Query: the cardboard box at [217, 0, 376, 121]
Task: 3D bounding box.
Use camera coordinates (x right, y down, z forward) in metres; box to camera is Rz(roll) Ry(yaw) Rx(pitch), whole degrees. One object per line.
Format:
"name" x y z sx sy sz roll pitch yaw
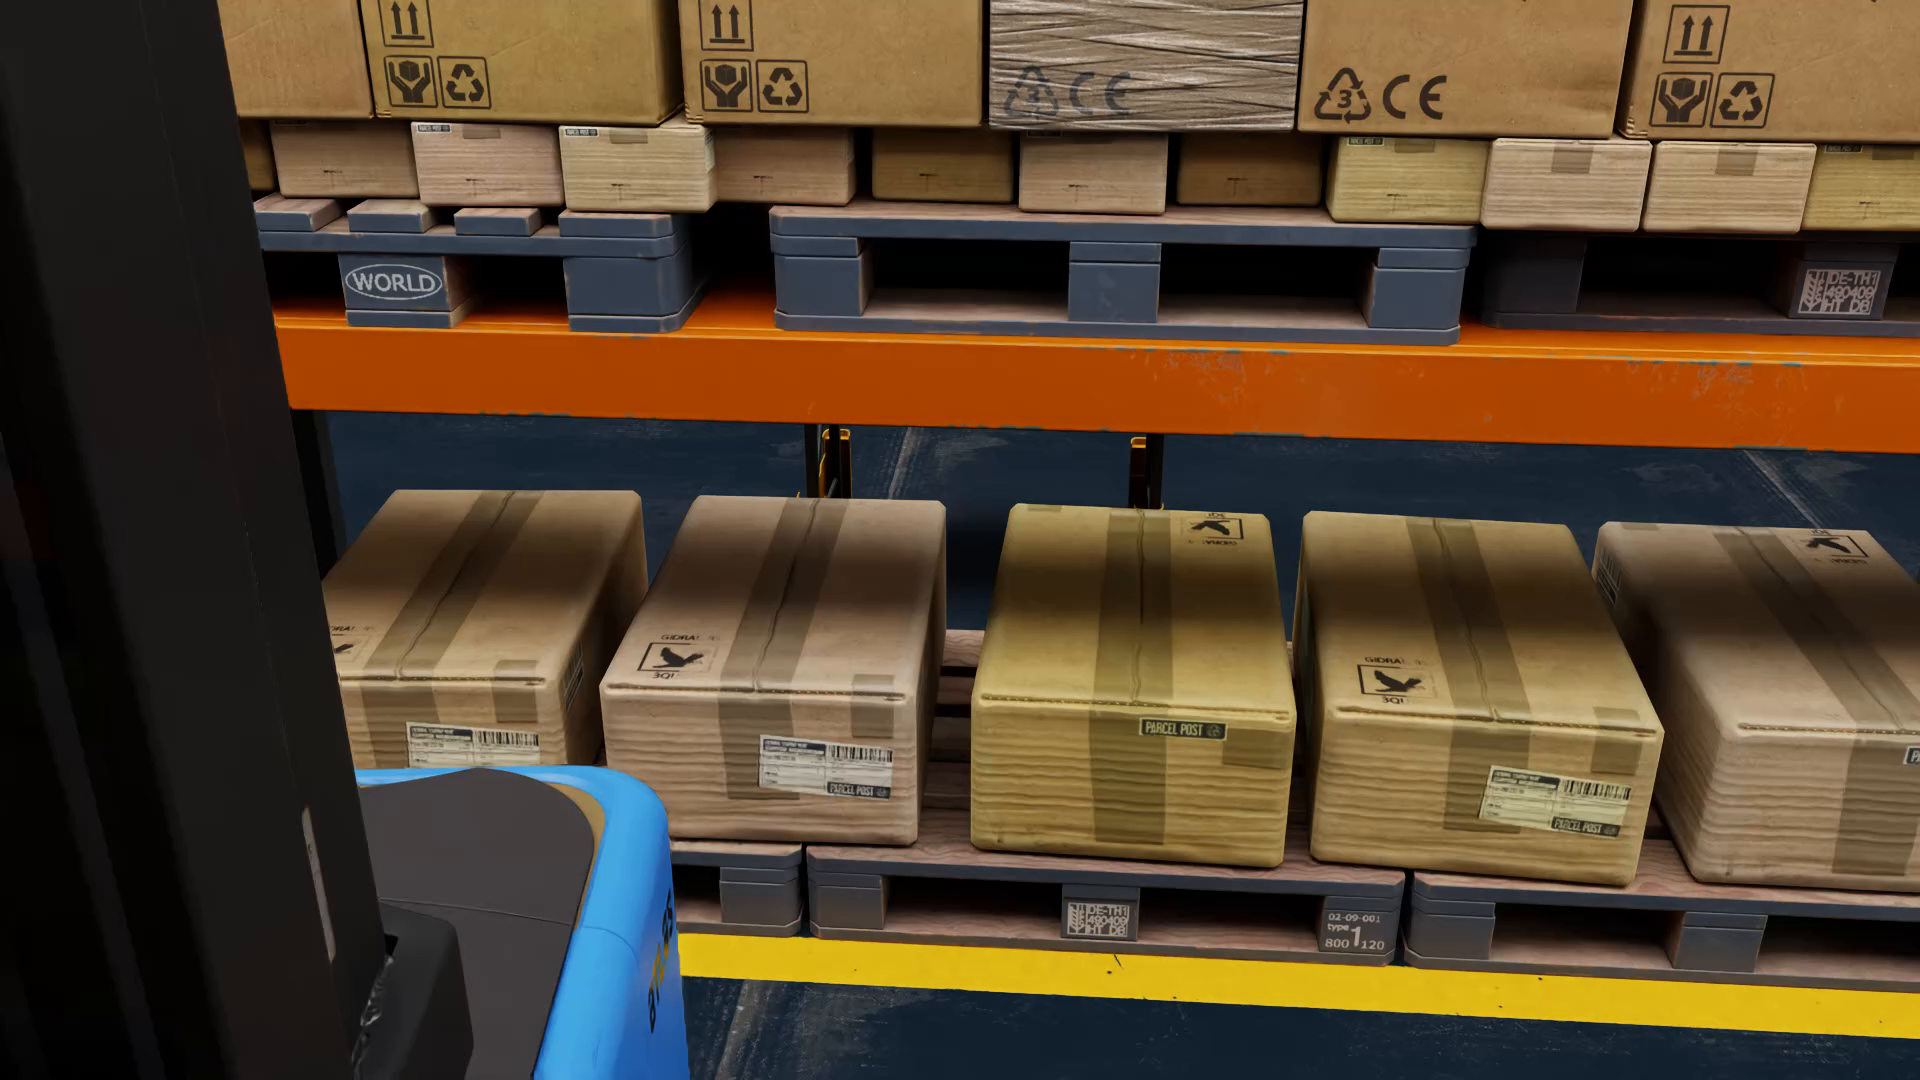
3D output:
"cardboard box" -1.241 -1.049 2.964 0.500 0.500 0.500 1 25 3

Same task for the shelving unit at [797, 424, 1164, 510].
"shelving unit" 0.076 -0.679 4.931 1.083 1.500 0.587 2 25 4

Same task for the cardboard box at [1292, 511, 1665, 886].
"cardboard box" 1.076 0.305 3.640 0.625 0.372 0.950 3 25 7

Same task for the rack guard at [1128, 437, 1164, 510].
"rack guard" 0.573 -0.095 5.158 0.087 0.250 0.587 2 25 4

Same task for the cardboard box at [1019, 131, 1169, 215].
"cardboard box" 0.246 -0.706 2.993 0.250 0.149 0.380 3 25 6

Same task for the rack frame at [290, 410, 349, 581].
"rack frame" -1.672 -0.789 3.376 0.127 3.000 1.000 2 25 4

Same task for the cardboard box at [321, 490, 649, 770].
"cardboard box" -1.109 0.237 3.789 0.625 0.372 0.950 0 25 0

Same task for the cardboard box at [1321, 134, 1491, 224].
"cardboard box" 0.766 -0.677 2.932 0.250 0.149 0.380 2 25 4

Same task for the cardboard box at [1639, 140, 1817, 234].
"cardboard box" 1.261 -0.648 2.868 0.250 0.149 0.380 1 25 3

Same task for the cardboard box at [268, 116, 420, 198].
"cardboard box" -1.083 -0.754 3.099 0.250 0.149 0.380 0 25 1

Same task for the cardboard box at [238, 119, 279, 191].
"cardboard box" -1.362 -0.777 3.149 0.250 0.149 0.380 0 25 1

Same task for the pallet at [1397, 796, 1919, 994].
"pallet" 1.540 0.582 3.733 1.213 0.211 1.003 2 25 4

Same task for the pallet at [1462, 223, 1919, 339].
"pallet" 1.566 -0.659 3.322 1.213 0.211 1.003 2 25 4

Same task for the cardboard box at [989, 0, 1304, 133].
"cardboard box" 0.307 -1.002 2.861 0.500 0.500 0.500 1 25 2

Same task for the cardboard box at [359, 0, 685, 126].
"cardboard box" -0.721 -1.035 2.934 0.500 0.500 0.500 3 25 7

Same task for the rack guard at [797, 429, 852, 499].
"rack guard" -0.421 -0.127 5.227 0.087 0.250 0.587 2 25 4

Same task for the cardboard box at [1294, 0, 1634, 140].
"cardboard box" 0.830 -0.986 2.825 0.500 0.500 0.500 3 25 6

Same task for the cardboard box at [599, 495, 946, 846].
"cardboard box" -0.373 0.257 3.745 0.625 0.372 0.950 1 25 3

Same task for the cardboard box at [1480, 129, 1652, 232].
"cardboard box" 1.007 -0.654 2.882 0.250 0.149 0.380 2 25 4

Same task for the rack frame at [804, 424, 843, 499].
"rack frame" -0.422 -0.695 4.966 0.032 1.500 0.500 2 25 4

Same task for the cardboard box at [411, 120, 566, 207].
"cardboard box" -0.813 -0.726 3.038 0.250 0.149 0.380 0 25 1

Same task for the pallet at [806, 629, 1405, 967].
"pallet" 0.320 0.544 3.816 1.213 0.211 1.003 2 25 4

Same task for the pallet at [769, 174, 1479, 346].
"pallet" 0.305 -0.655 3.315 1.213 0.211 1.003 2 25 4

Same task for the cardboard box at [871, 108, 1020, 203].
"cardboard box" -0.010 -0.741 3.070 0.250 0.149 0.380 3 25 6

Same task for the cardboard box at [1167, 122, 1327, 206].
"cardboard box" 0.511 -0.729 3.043 0.250 0.149 0.380 1 25 2

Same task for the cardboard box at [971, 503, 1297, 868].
"cardboard box" 0.383 0.283 3.687 0.625 0.372 0.950 3 25 6

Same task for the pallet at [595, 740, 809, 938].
"pallet" -0.893 0.504 3.903 1.213 0.211 1.003 2 25 4

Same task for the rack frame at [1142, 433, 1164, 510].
"rack frame" 0.592 -0.662 4.895 0.032 1.500 0.500 2 25 4

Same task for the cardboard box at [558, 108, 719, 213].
"cardboard box" -0.541 -0.709 3.001 0.250 0.149 0.380 2 25 4

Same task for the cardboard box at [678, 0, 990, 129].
"cardboard box" -0.191 -1.021 2.903 0.500 0.500 0.500 2 25 5

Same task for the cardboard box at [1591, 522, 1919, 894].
"cardboard box" 1.793 0.327 3.593 0.625 0.372 0.950 2 25 5

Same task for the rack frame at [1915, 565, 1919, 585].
"rack frame" 2.316 -0.661 3.097 0.127 3.000 1.000 2 25 4

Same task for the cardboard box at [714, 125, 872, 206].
"cardboard box" -0.294 -0.734 3.054 0.250 0.149 0.380 3 25 7

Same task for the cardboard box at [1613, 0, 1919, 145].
"cardboard box" 1.344 -0.966 2.784 0.500 0.500 0.500 2 25 4

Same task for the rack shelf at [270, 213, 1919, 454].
"rack shelf" 0.322 -0.398 3.387 4.000 0.370 1.077 2 25 4

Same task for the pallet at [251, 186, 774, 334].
"pallet" -0.953 -0.723 3.463 1.003 0.211 1.213 2 25 4

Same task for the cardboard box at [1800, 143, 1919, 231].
"cardboard box" 1.521 -0.655 2.882 0.250 0.149 0.380 1 25 2
